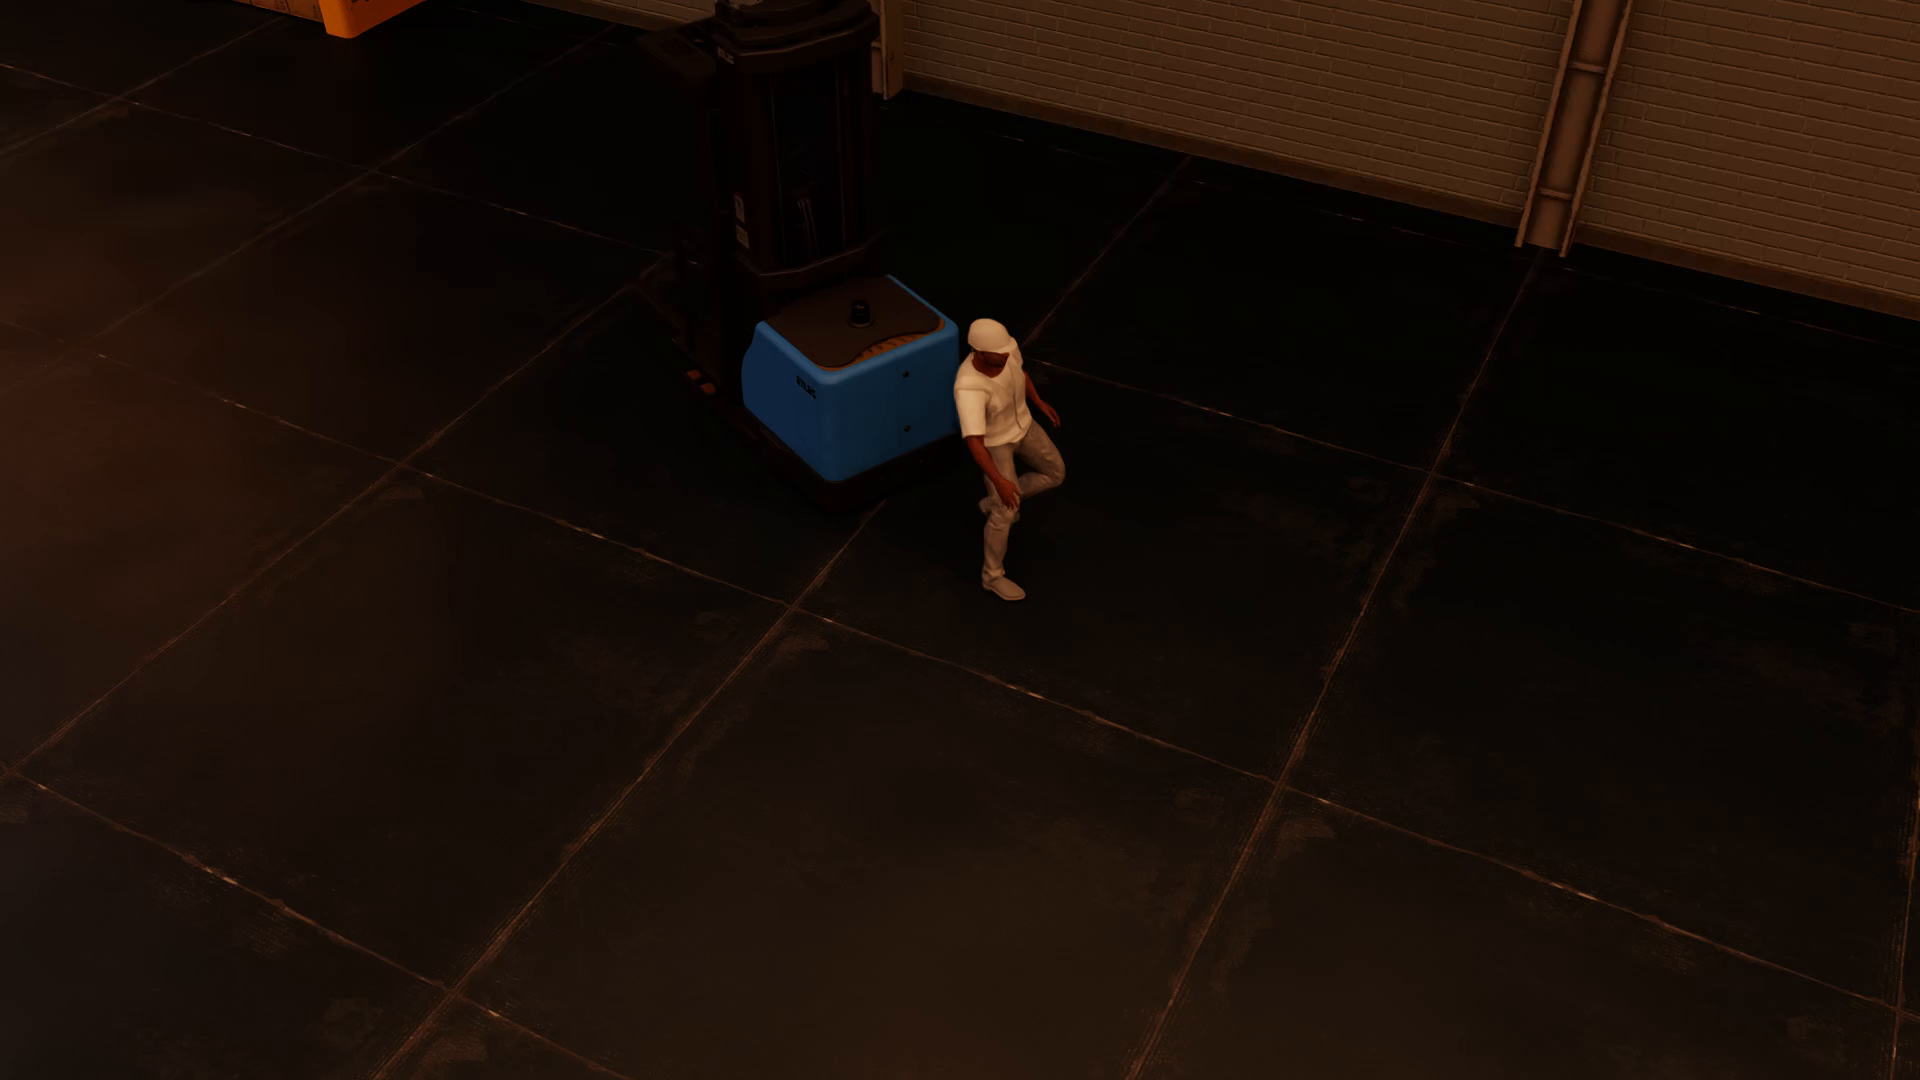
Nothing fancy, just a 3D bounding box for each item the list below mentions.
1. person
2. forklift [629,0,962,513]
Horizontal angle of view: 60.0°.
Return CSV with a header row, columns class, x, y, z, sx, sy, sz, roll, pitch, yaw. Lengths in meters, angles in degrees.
class,x,y,z,sx,sy,sz,roll,pitch,yaw
person,0.291,-0.547,9.649,0.676,1.640,0.789,24,46,26
forklift,-1.262,-2.192,10.589,1.130,2.935,3.031,-25,46,-27
